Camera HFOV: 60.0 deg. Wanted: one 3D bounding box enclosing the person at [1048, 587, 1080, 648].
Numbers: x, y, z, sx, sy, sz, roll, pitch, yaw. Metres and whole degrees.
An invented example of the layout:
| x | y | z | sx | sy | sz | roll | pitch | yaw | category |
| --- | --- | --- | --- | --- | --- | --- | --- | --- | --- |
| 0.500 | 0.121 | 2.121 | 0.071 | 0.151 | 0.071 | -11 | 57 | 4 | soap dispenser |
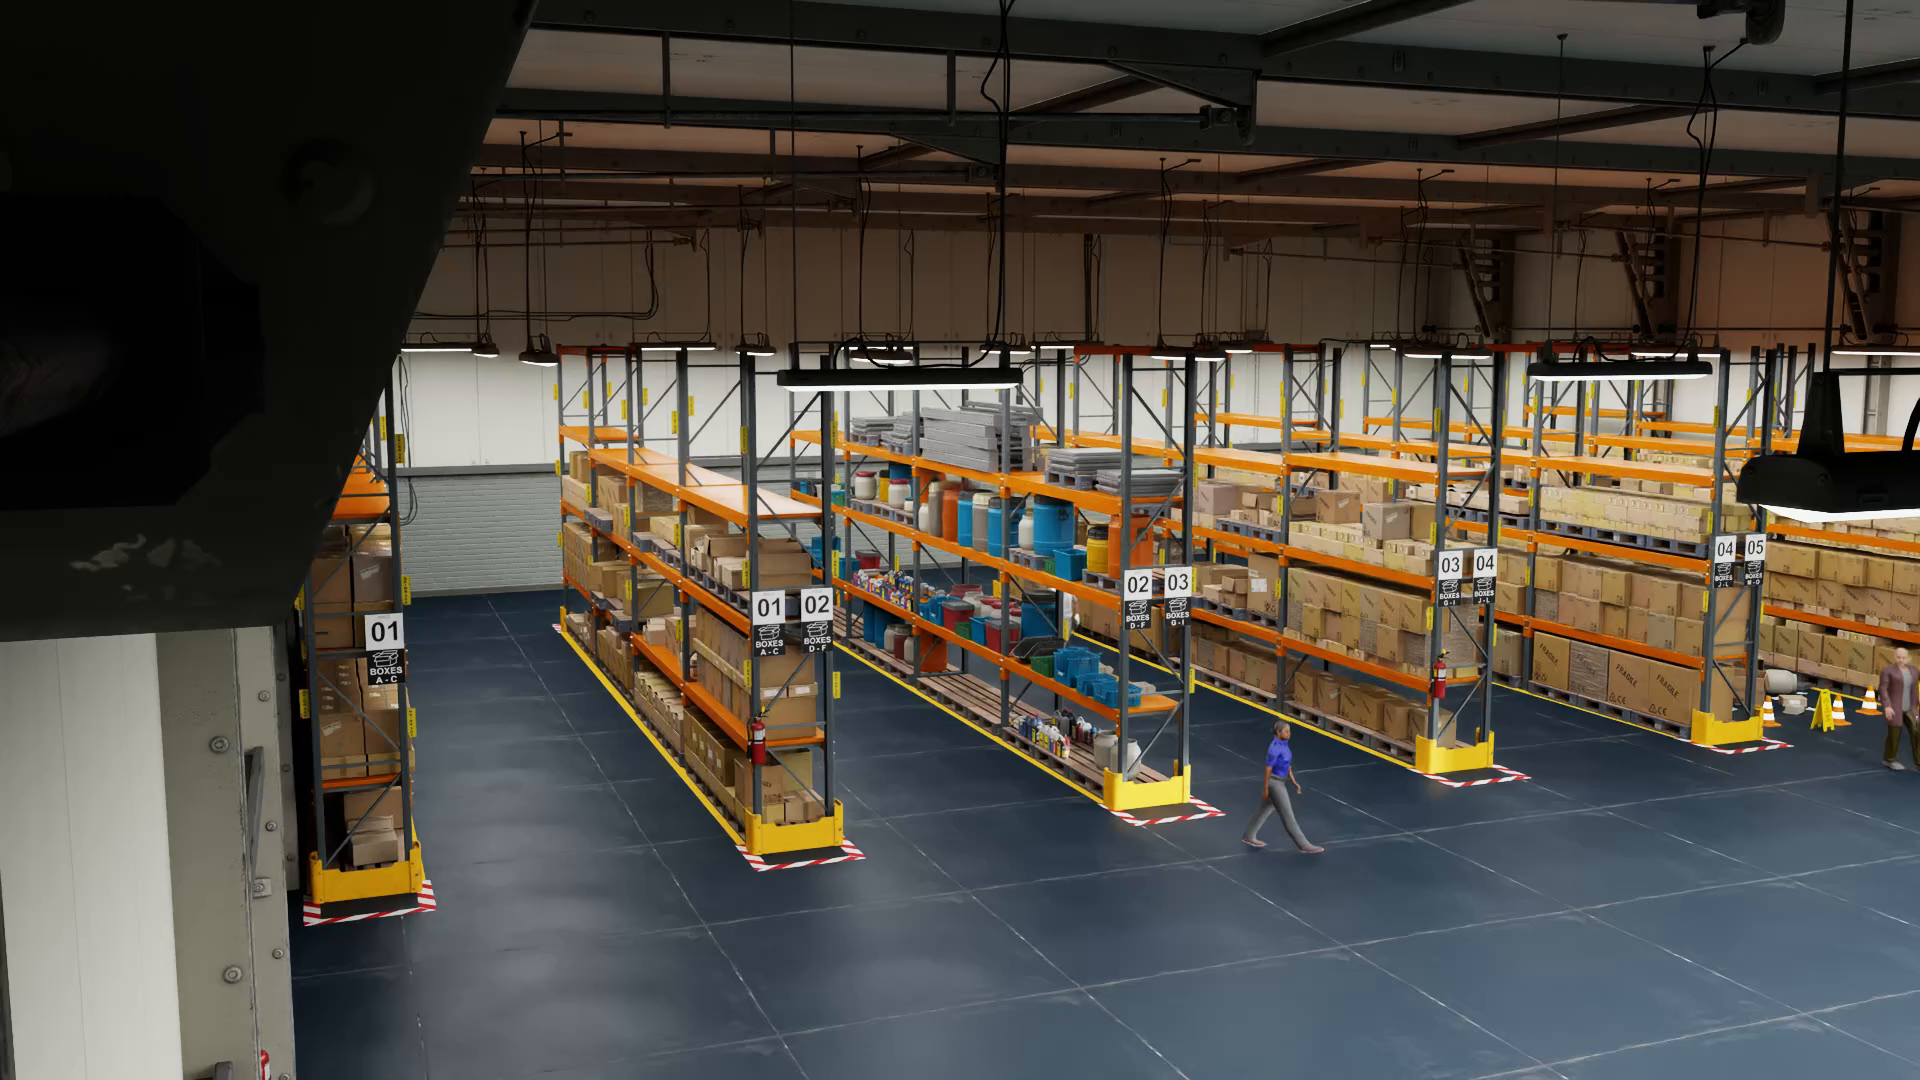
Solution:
| x | y | z | sx | sy | sz | roll | pitch | yaw | category |
| --- | --- | --- | --- | --- | --- | --- | --- | --- | --- |
| 1.904 | 1.363 | 30.720 | 0.594 | 1.602 | 1.076 | -3 | 8 | -19 | person |

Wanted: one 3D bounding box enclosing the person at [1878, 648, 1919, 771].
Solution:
| x | y | z | sx | sy | sz | roll | pitch | yaw | category |
| --- | --- | --- | --- | --- | --- | --- | --- | --- | --- |
| 13.509 | 2.447 | 23.759 | 0.661 | 1.794 | 0.705 | 0 | 7 | 4 | person |

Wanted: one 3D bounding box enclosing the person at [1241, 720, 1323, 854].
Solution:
| x | y | z | sx | sy | sz | roll | pitch | yaw | category |
| --- | --- | --- | --- | --- | --- | --- | --- | --- | --- |
| 3.914 | 2.968 | 20.102 | 1.010 | 1.601 | 0.484 | 2 | 8 | 16 | person |

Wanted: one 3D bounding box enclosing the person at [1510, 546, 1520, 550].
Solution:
| x | y | z | sx | sy | sz | roll | pitch | yaw | category |
| --- | --- | --- | --- | --- | --- | --- | --- | --- | --- |
| 11.722 | 1.027 | 34.955 | 0.538 | 1.763 | 0.575 | -6 | 10 | -41 | person |
